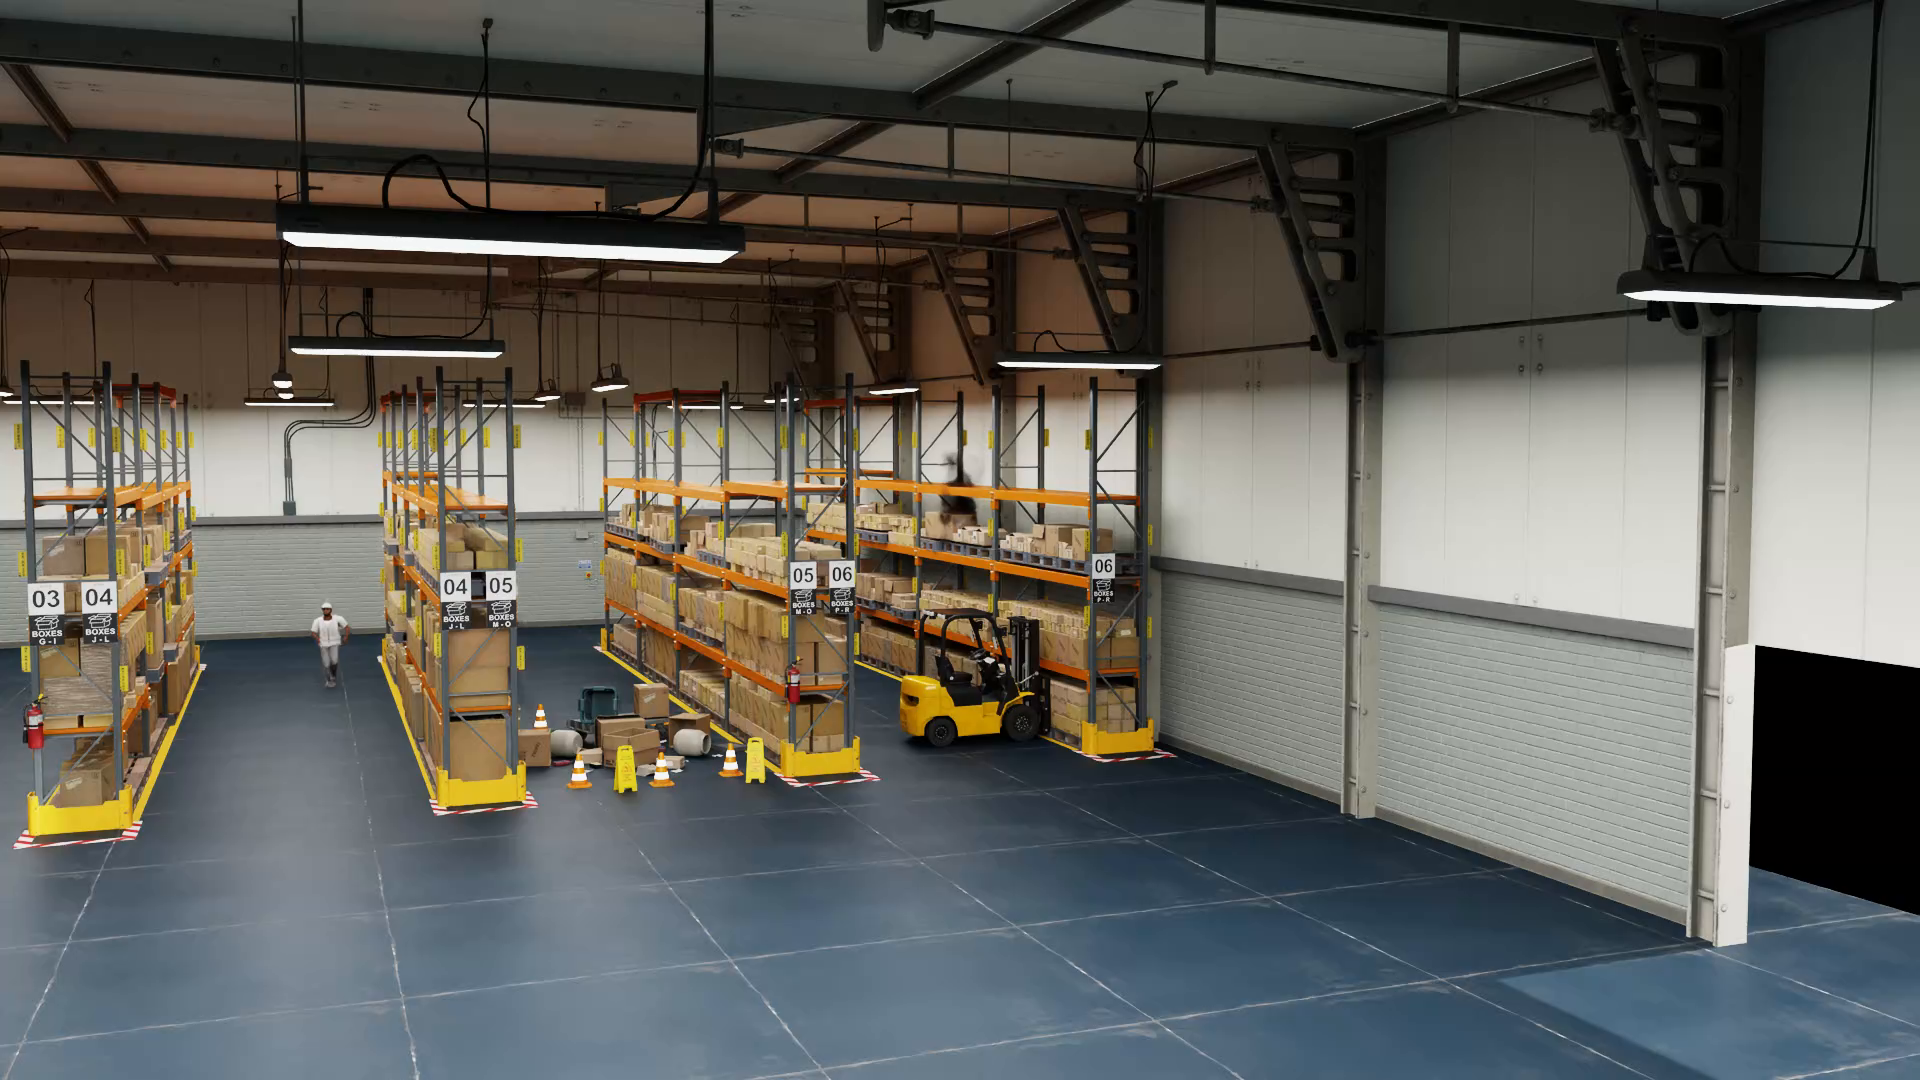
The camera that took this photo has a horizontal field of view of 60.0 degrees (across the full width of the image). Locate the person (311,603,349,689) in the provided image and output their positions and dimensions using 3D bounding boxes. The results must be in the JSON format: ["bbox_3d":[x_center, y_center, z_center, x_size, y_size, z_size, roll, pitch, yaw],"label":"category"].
[{"bbox_3d":[-12.673,2.123,33.435,0.712,1.729,0.639,-1,4,-15],"label":"person"}]

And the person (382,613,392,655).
[{"bbox_3d":[-13.112,1.834,38.781,0.631,1.640,0.836,3,5,45],"label":"person"}]
